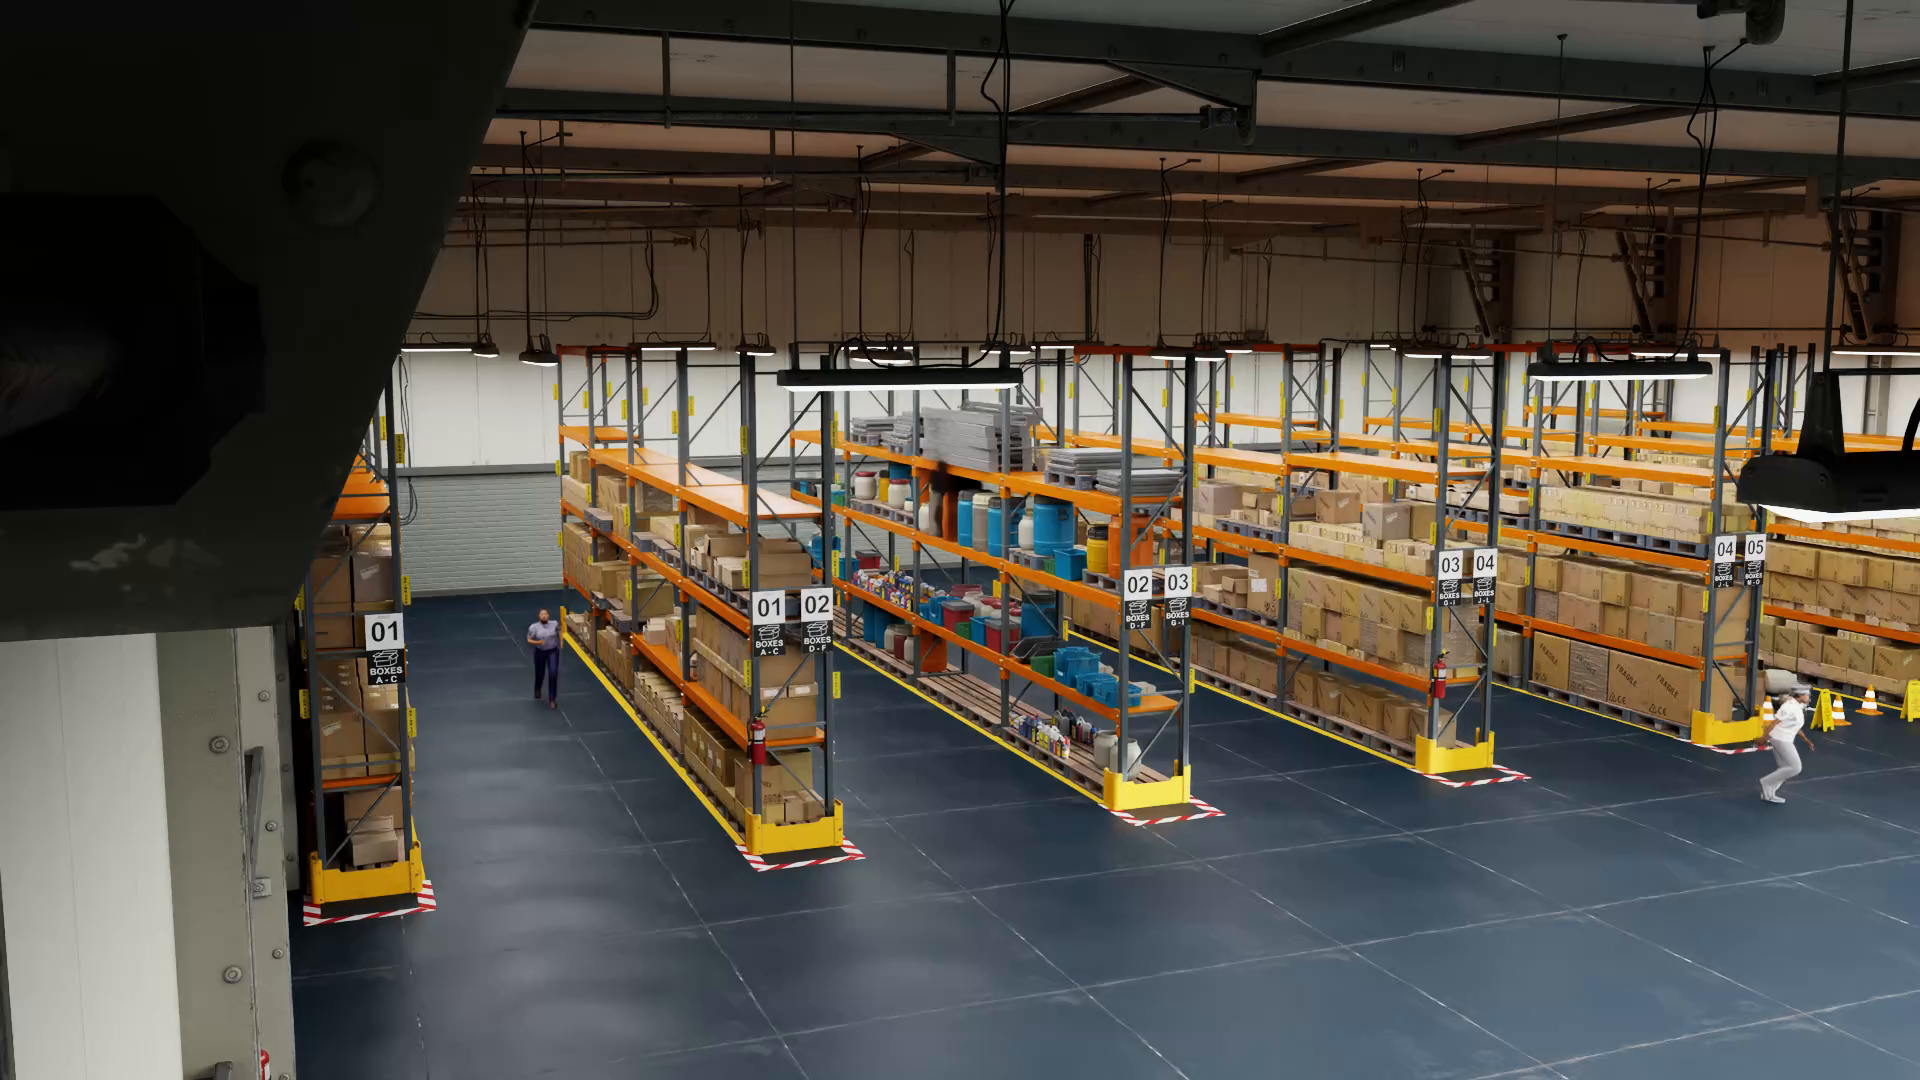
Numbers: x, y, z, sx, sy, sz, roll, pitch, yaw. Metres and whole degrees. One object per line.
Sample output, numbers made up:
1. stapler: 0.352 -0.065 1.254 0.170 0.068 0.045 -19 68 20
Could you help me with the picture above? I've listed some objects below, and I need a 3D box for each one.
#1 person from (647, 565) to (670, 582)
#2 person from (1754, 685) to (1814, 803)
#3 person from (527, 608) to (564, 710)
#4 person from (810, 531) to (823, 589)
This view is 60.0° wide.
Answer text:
1. person: -6.380 1.018 35.399 0.584 1.648 0.615 -4 8 -26
2. person: 11.054 2.718 22.295 0.703 1.584 0.604 4 8 31
3. person: -6.994 1.964 28.079 0.596 1.690 0.901 -2 8 -15
4. person: -3.405 0.657 37.966 0.901 1.767 0.652 -2 8 -18
